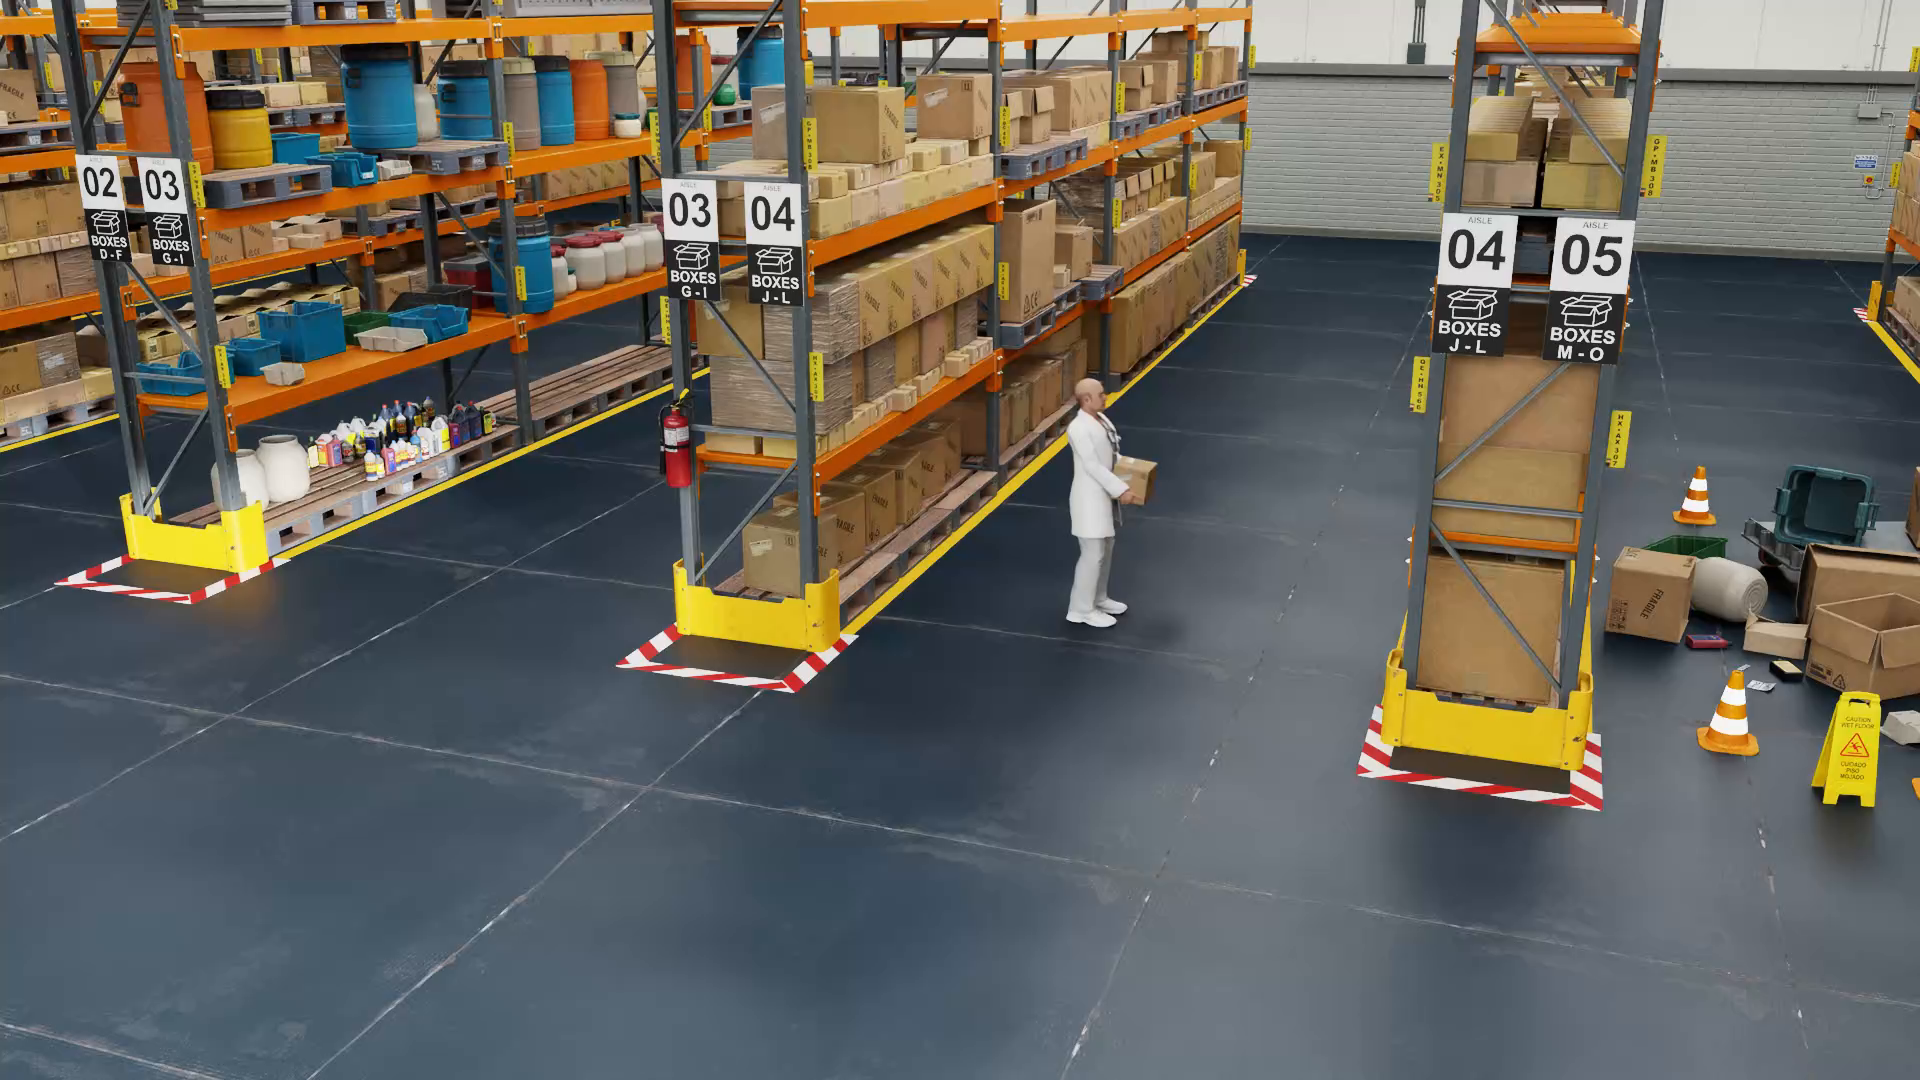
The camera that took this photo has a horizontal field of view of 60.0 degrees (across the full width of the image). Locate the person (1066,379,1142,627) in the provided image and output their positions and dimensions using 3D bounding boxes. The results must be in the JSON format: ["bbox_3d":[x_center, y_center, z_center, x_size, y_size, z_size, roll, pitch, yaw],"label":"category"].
[{"bbox_3d":[1.065,-0.271,11.911,0.562,1.771,0.530,7,20,20],"label":"person"}]
